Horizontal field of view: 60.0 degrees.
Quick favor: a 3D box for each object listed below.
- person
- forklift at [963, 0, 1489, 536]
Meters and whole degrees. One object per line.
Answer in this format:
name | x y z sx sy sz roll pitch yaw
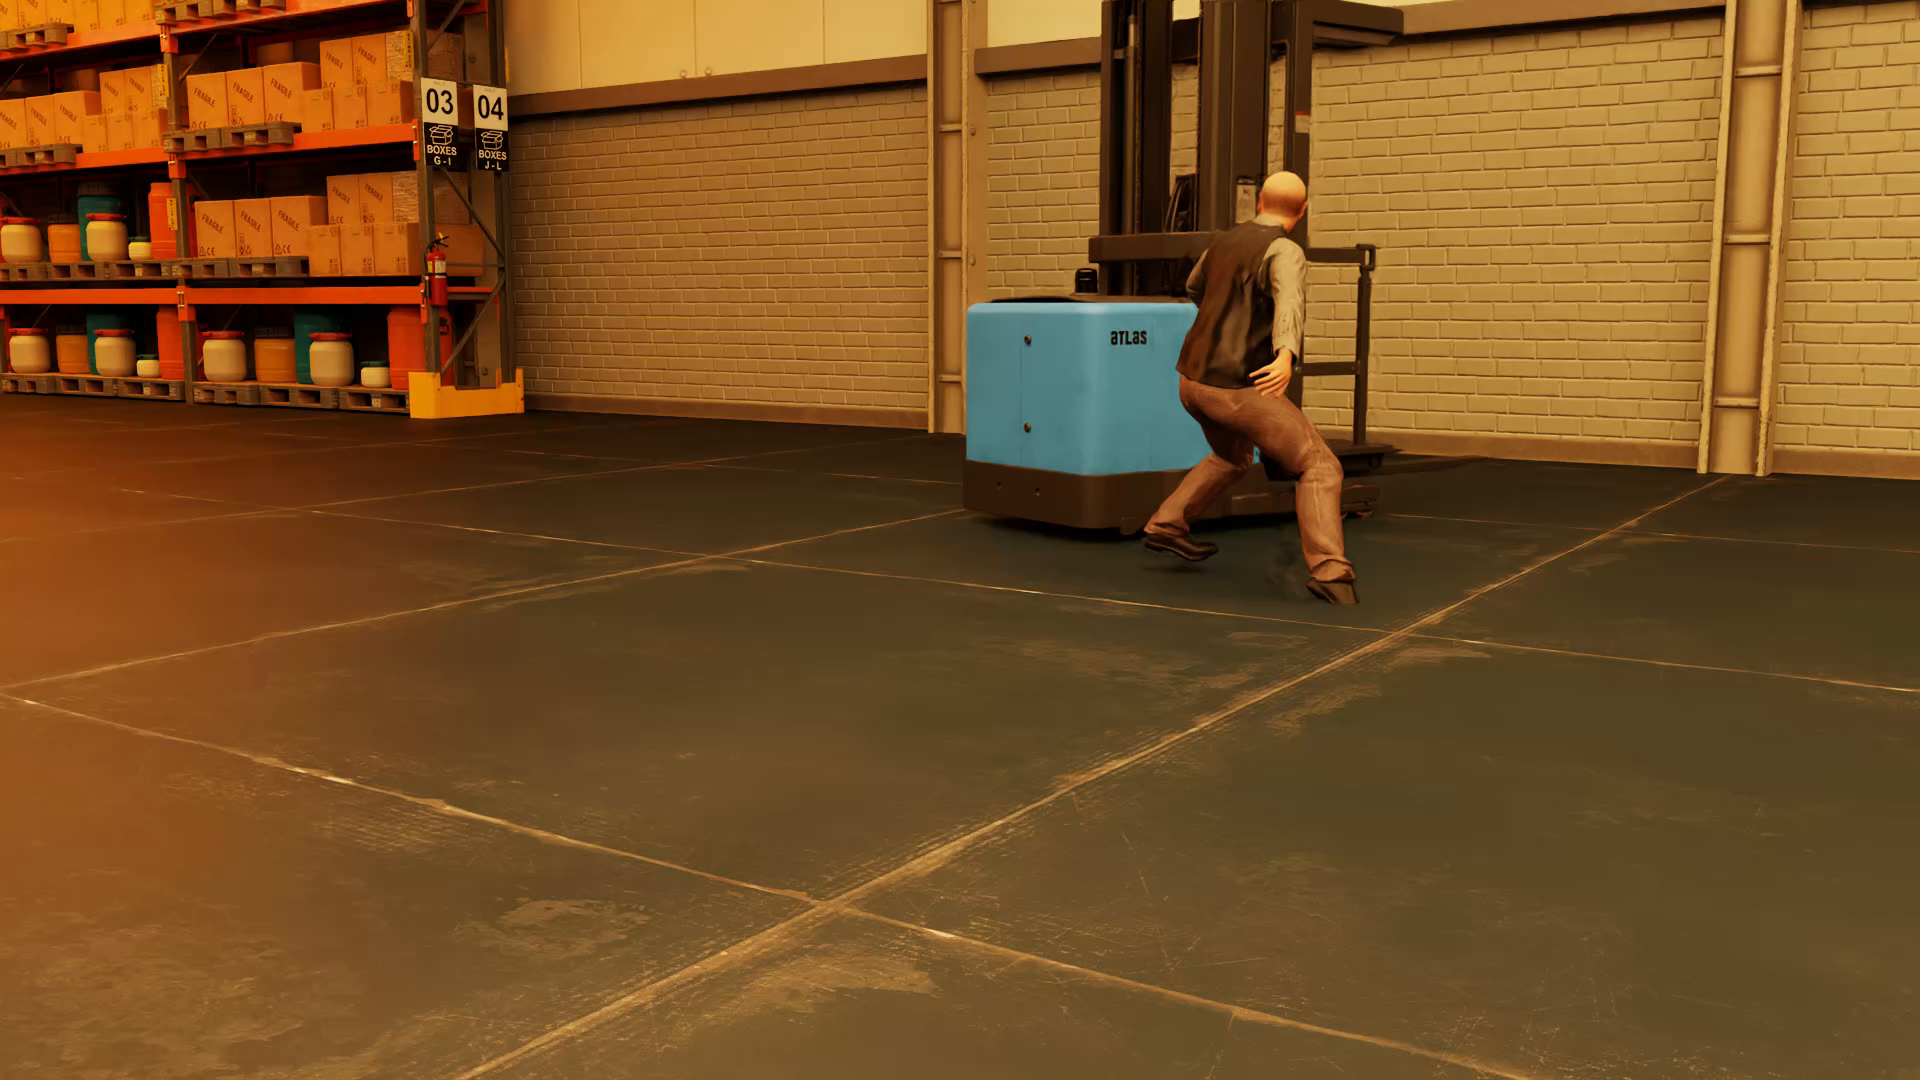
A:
person | 1.124 -0.542 6.284 0.564 1.679 1.068 -2 8 -17
forklift | 1.516 -1.607 8.490 3.031 2.935 1.130 -6 10 -35
